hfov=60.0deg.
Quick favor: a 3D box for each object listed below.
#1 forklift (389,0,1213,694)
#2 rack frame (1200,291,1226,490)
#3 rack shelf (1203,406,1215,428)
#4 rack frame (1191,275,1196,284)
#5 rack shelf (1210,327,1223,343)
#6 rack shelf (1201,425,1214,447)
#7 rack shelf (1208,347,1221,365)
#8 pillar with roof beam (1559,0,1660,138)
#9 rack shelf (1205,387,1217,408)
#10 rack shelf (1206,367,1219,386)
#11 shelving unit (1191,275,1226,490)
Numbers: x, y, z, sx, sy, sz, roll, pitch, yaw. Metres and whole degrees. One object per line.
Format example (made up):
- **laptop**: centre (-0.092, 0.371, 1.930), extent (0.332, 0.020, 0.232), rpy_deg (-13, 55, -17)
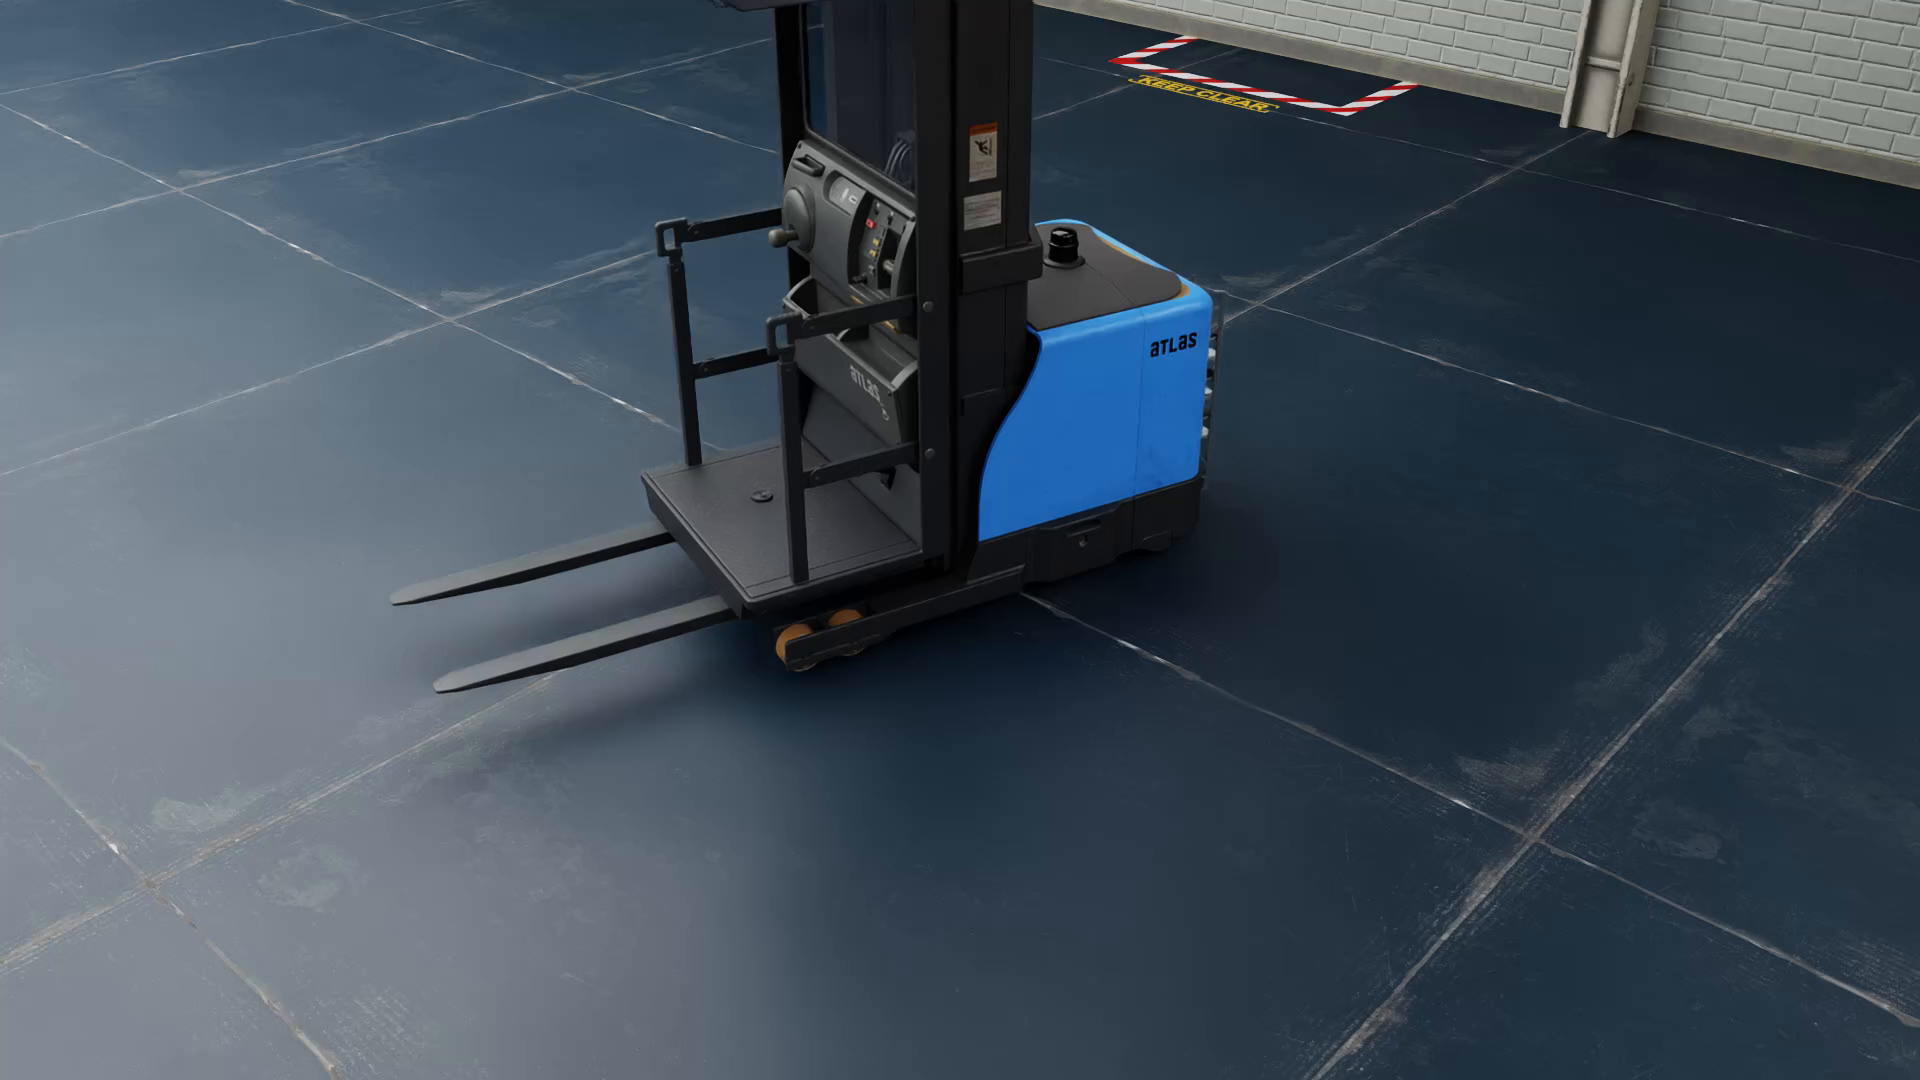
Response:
- **forklift**: centre (-0.575, -1.097, 5.730), extent (3.031, 2.935, 1.130), rpy_deg (-16, 35, -25)
- **rack frame**: centre (0.957, -0.578, 6.836), extent (0.240, 0.900, 0.006), rpy_deg (-16, 35, -25)
- **rack shelf**: centre (0.906, -0.518, 6.975), extent (0.258, 0.077, 0.200), rpy_deg (-16, 35, -25)
- **rack frame**: centre (0.857, -0.670, 6.988), extent (0.240, 0.900, 0.006), rpy_deg (-16, 35, -25)
- **rack shelf**: centre (0.908, -0.827, 6.790), extent (0.258, 0.077, 0.200), rpy_deg (-16, 35, -25)
- **rack shelf**: centre (0.905, -0.441, 7.021), extent (0.258, 0.077, 0.200), rpy_deg (-16, 35, -25)
- **rack shelf**: centre (0.908, -0.750, 6.837), extent (0.258, 0.077, 0.200), rpy_deg (-16, 35, -25)
- **pillar with roof beam**: centre (1.506, -5.061, 6.432), extent (0.400, 9.000, 9.100), rpy_deg (25, 39, 35)
- **rack shelf**: centre (0.906, -0.595, 6.929), extent (0.258, 0.077, 0.200), rpy_deg (-16, 35, -25)
- **rack shelf**: centre (0.907, -0.673, 6.883), extent (0.258, 0.077, 0.200), rpy_deg (-16, 35, -25)
- **shelving unit**: centre (0.907, -0.624, 6.912), extent (0.258, 0.900, 0.210), rpy_deg (-16, 35, -25)
